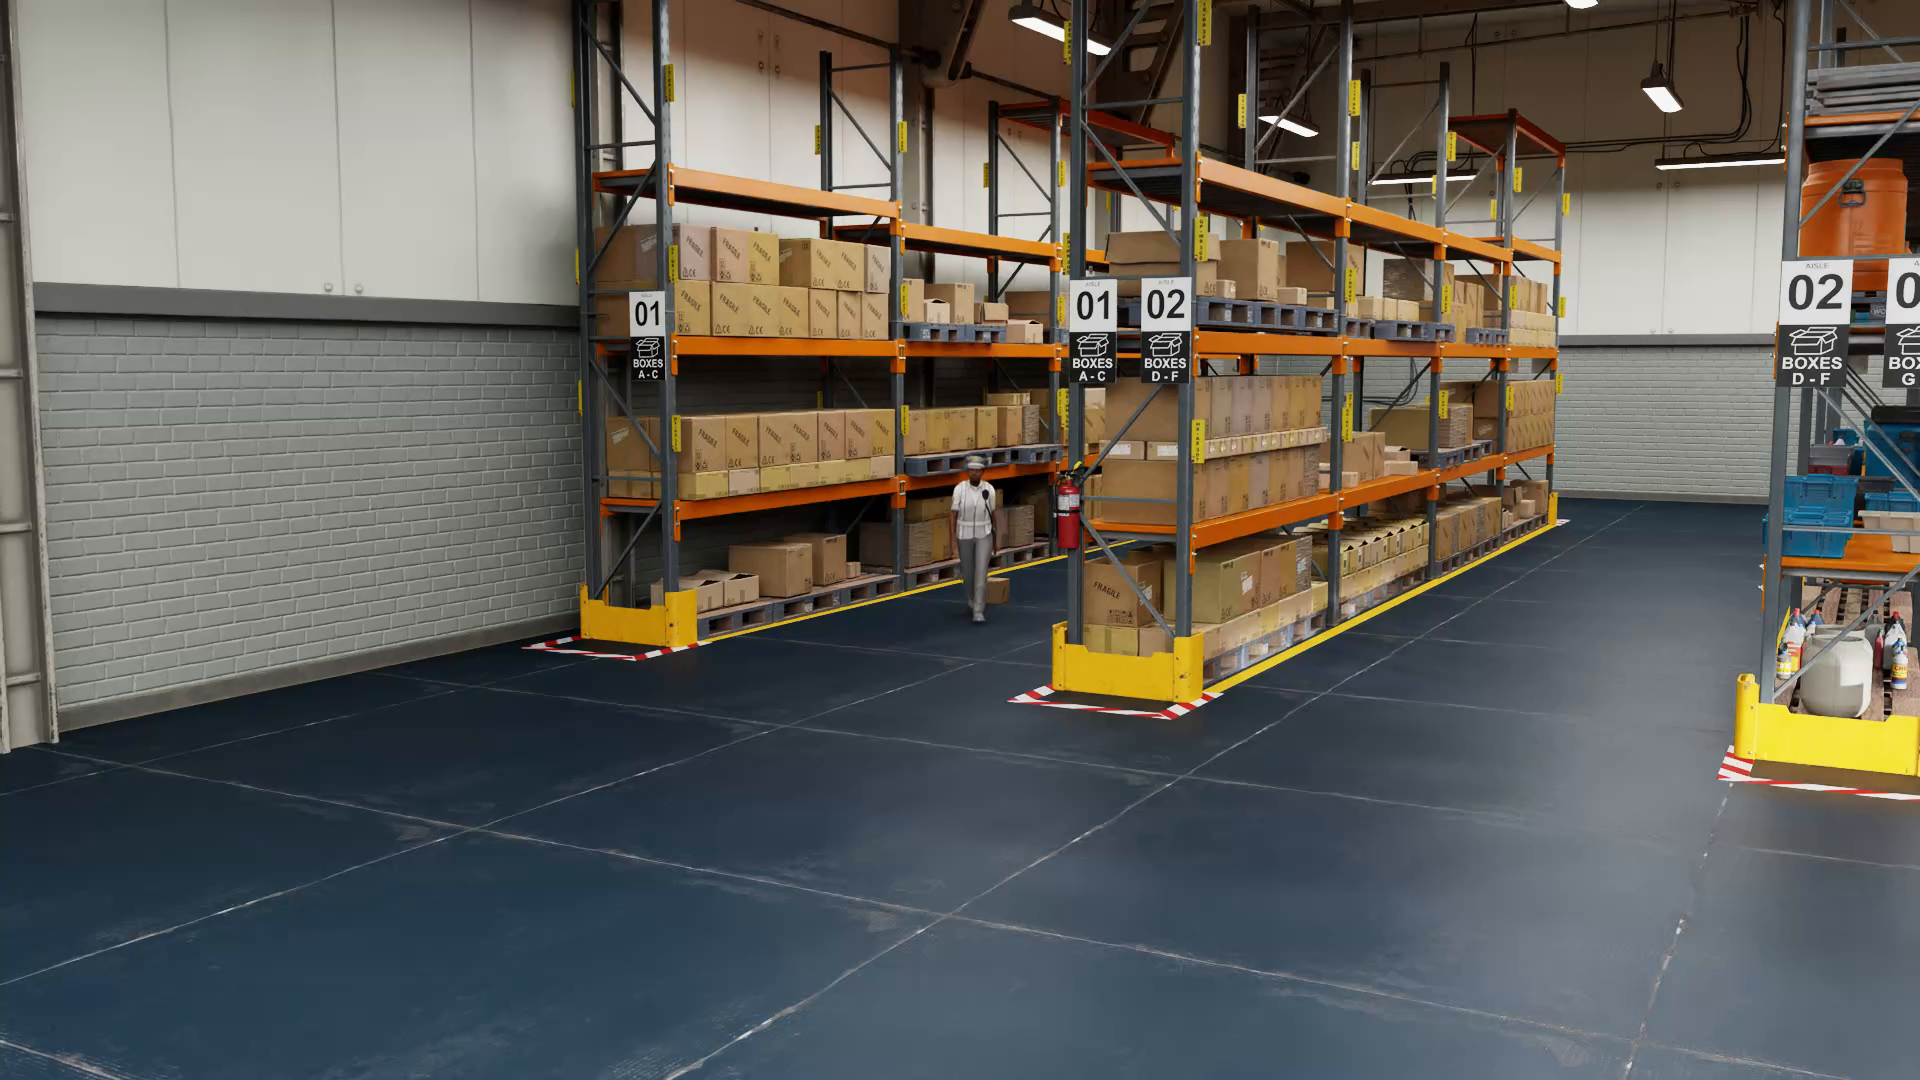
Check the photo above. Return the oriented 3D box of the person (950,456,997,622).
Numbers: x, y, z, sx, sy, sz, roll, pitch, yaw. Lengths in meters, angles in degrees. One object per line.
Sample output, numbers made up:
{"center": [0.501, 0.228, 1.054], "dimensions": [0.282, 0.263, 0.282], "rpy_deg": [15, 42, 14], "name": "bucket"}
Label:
{"center": [0.136, -0.037, 16.636], "dimensions": [0.467, 1.634, 1.007], "rpy_deg": [0, 6, 4], "name": "person"}
